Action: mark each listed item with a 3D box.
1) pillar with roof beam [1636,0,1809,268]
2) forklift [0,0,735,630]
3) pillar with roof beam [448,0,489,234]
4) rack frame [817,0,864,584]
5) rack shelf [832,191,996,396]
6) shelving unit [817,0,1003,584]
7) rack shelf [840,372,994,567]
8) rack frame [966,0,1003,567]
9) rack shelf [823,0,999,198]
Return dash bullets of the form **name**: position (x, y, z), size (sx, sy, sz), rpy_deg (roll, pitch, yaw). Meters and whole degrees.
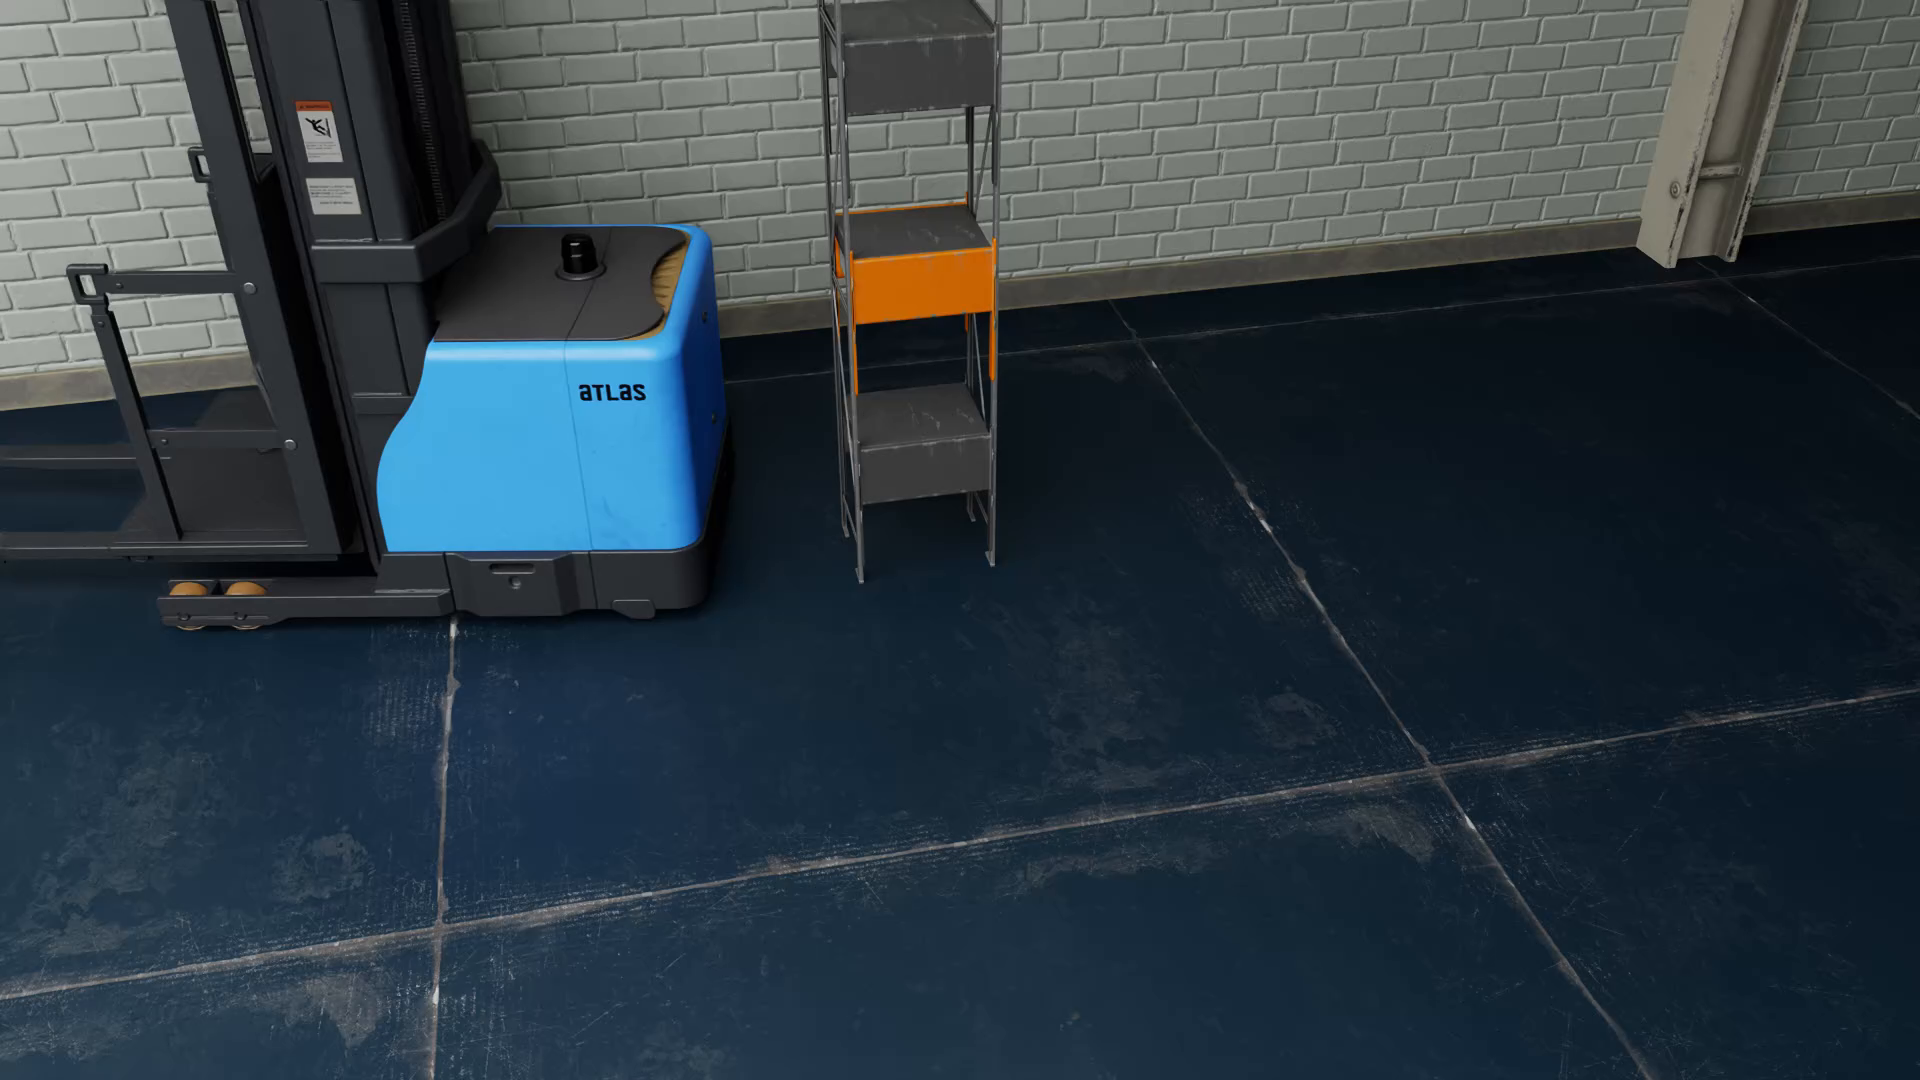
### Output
- **pillar with roof beam**: position (4.617, -2.855, 2.428), size (0.400, 9.000, 9.100), rpy_deg (-7, 35, -11)
- **forklift**: position (-2.397, -1.201, 5.409), size (3.031, 2.935, 1.130), rpy_deg (0, 34, -1)
- **pillar with roof beam**: position (-1.236, -2.117, 1.329), size (0.400, 9.000, 9.100), rpy_deg (-7, 35, -11)
- **rack frame**: position (-0.399, -0.822, 5.590), size (0.015, 2.100, 0.400), rpy_deg (-7, 35, -11)
- **rack shelf**: position (-0.161, -0.840, 5.642), size (0.480, 0.518, 0.431), rpy_deg (-7, 35, -11)
- **shelving unit**: position (-0.161, -0.852, 5.635), size (0.503, 2.100, 0.431), rpy_deg (-7, 35, -11)
- **rack shelf**: position (-0.161, -0.259, 6.032), size (0.480, 0.518, 0.431), rpy_deg (-7, 35, -11)
- **rack frame**: position (0.077, -0.882, 5.679), size (0.015, 2.100, 0.400), rpy_deg (-7, 35, -11)
- **rack shelf**: position (-0.161, -1.421, 5.252), size (0.480, 0.518, 0.431), rpy_deg (-7, 35, -11)
